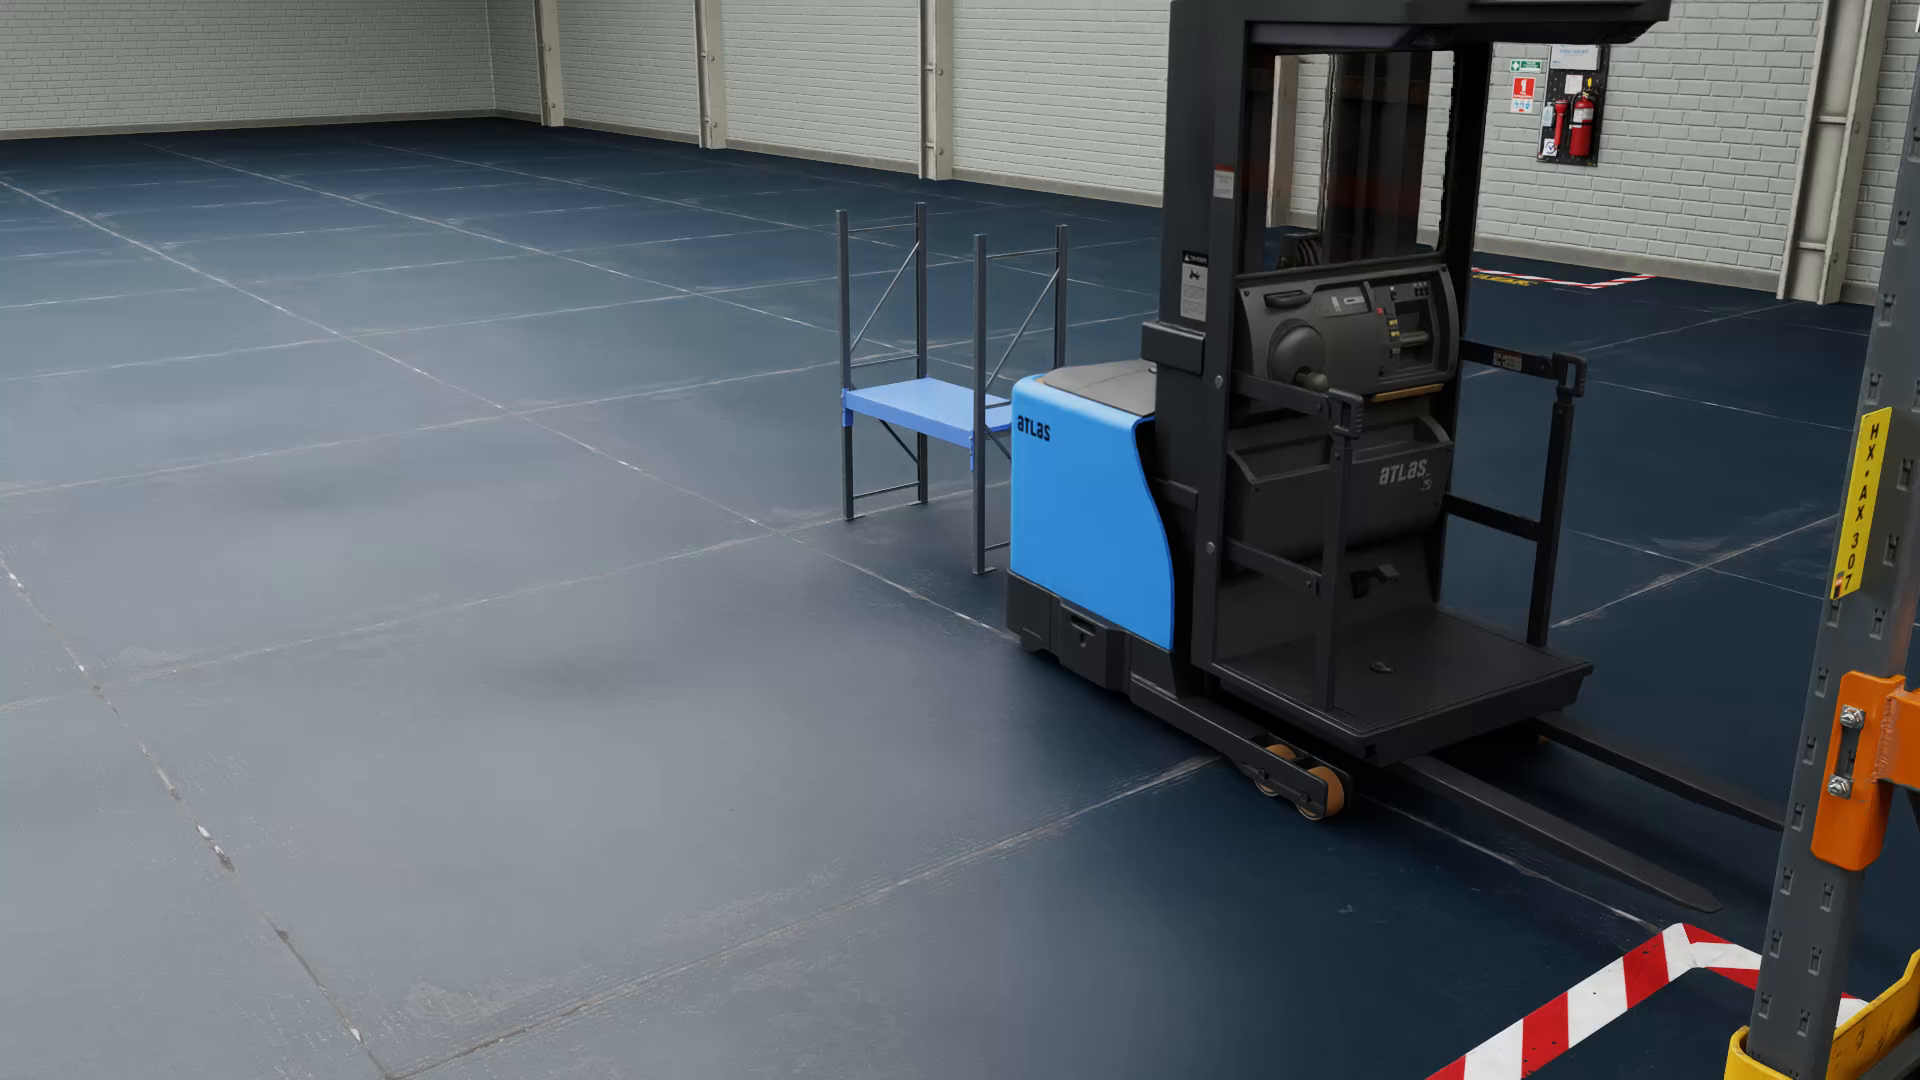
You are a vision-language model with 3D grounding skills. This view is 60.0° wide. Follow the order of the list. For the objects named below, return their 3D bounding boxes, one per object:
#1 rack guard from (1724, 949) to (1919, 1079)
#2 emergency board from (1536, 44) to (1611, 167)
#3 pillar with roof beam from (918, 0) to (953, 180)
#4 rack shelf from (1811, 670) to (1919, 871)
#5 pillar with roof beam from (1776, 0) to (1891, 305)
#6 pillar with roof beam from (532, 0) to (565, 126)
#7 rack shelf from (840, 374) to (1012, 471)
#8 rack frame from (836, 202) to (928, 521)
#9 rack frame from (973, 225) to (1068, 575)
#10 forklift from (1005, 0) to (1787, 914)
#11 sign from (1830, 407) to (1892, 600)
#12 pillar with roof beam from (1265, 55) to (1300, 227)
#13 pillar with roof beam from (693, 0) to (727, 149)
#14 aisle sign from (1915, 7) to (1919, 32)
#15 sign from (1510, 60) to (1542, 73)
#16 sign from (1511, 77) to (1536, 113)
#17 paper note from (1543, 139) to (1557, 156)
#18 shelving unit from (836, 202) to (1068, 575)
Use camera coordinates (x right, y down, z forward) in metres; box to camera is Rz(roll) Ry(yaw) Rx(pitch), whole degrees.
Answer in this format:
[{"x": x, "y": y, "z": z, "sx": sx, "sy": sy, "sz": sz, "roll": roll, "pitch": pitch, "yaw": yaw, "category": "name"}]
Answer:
[{"x": 2.053, "y": 1.160, "z": 3.563, "sx": 1.175, "sy": 0.500, "sz": 0.348, "roll": -14, "pitch": 23, "yaw": -36, "category": "rack guard"}, {"x": 5.618, "y": -4.060, "z": 15.353, "sx": 0.194, "sy": 1.169, "sz": 0.643, "roll": -14, "pitch": 23, "yaw": -36, "category": "emergency board"}, {"x": -3.703, "y": -8.409, "z": 18.941, "sx": 9.100, "sy": 9.000, "sz": 0.400, "roll": -14, "pitch": 23, "yaw": -36, "category": "pillar with roof beam"}, {"x": 3.211, "y": 0.799, "z": 1.823, "sx": 1.077, "sy": 0.370, "sz": 4.000, "roll": -14, "pitch": 23, "yaw": -36, "category": "rack shelf"}, {"x": 3.748, "y": -5.452, "z": 10.011, "sx": 9.100, "sy": 9.000, "sz": 0.400, "roll": -14, "pitch": 23, "yaw": -36, "category": "pillar with roof beam"}, {"x": -11.153, "y": -11.366, "z": 27.871, "sx": 9.100, "sy": 9.000, "sz": 0.400, "roll": -14, "pitch": 23, "yaw": -36, "category": "pillar with roof beam"}, {"x": -0.053, "y": -0.562, "z": 7.747, "sx": 0.538, "sy": 0.185, "sz": 1.000, "roll": -14, "pitch": 23, "yaw": -36, "category": "rack shelf"}, {"x": -0.369, "y": -0.858, "z": 8.068, "sx": 0.500, "sy": 1.500, "sz": 0.032, "roll": -14, "pitch": 23, "yaw": -36, "category": "rack frame"}, {"x": 0.263, "y": -0.608, "z": 7.312, "sx": 0.500, "sy": 1.500, "sz": 0.032, "roll": -14, "pitch": 23, "yaw": -36, "category": "rack frame"}, {"x": 1.395, "y": -0.681, "z": 5.257, "sx": 1.130, "sy": 2.935, "sz": 3.031, "roll": -11, "pitch": 21, "yaw": -31, "category": "forklift"}, {"x": 1.535, "y": -0.061, "z": 2.834, "sx": 0.100, "sy": 0.325, "sz": 0.005, "roll": -14, "pitch": 23, "yaw": -36, "category": "sign"}, {"x": 0.023, "y": -6.930, "z": 14.476, "sx": 9.100, "sy": 9.000, "sz": 0.400, "roll": -14, "pitch": 23, "yaw": -36, "category": "pillar with roof beam"}, {"x": -7.428, "y": -9.887, "z": 23.406, "sx": 9.100, "sy": 9.000, "sz": 0.400, "roll": -14, "pitch": 23, "yaw": -36, "category": "pillar with roof beam"}, {"x": 1.695, "y": -1.230, "z": 2.671, "sx": 0.394, "sy": 0.787, "sz": 0.004, "roll": -14, "pitch": 23, "yaw": -36, "category": "aisle sign"}, {"x": 5.352, "y": -4.483, "z": 15.728, "sx": 0.001, "sy": 0.109, "sz": 0.331, "roll": -14, "pitch": 23, "yaw": -36, "category": "sign"}, {"x": 5.356, "y": -4.234, "z": 15.820, "sx": 0.001, "sy": 0.329, "sz": 0.234, "roll": -14, "pitch": 23, "yaw": -36, "category": "sign"}, {"x": 5.562, "y": -3.699, "z": 15.664, "sx": 0.016, "sy": 0.148, "sz": 0.142, "roll": -14, "pitch": 23, "yaw": -36, "category": "paper note"}, {"x": -0.053, "y": -0.733, "z": 7.690, "sx": 0.538, "sy": 1.500, "sz": 1.048, "roll": -14, "pitch": 23, "yaw": -36, "category": "shelving unit"}]
